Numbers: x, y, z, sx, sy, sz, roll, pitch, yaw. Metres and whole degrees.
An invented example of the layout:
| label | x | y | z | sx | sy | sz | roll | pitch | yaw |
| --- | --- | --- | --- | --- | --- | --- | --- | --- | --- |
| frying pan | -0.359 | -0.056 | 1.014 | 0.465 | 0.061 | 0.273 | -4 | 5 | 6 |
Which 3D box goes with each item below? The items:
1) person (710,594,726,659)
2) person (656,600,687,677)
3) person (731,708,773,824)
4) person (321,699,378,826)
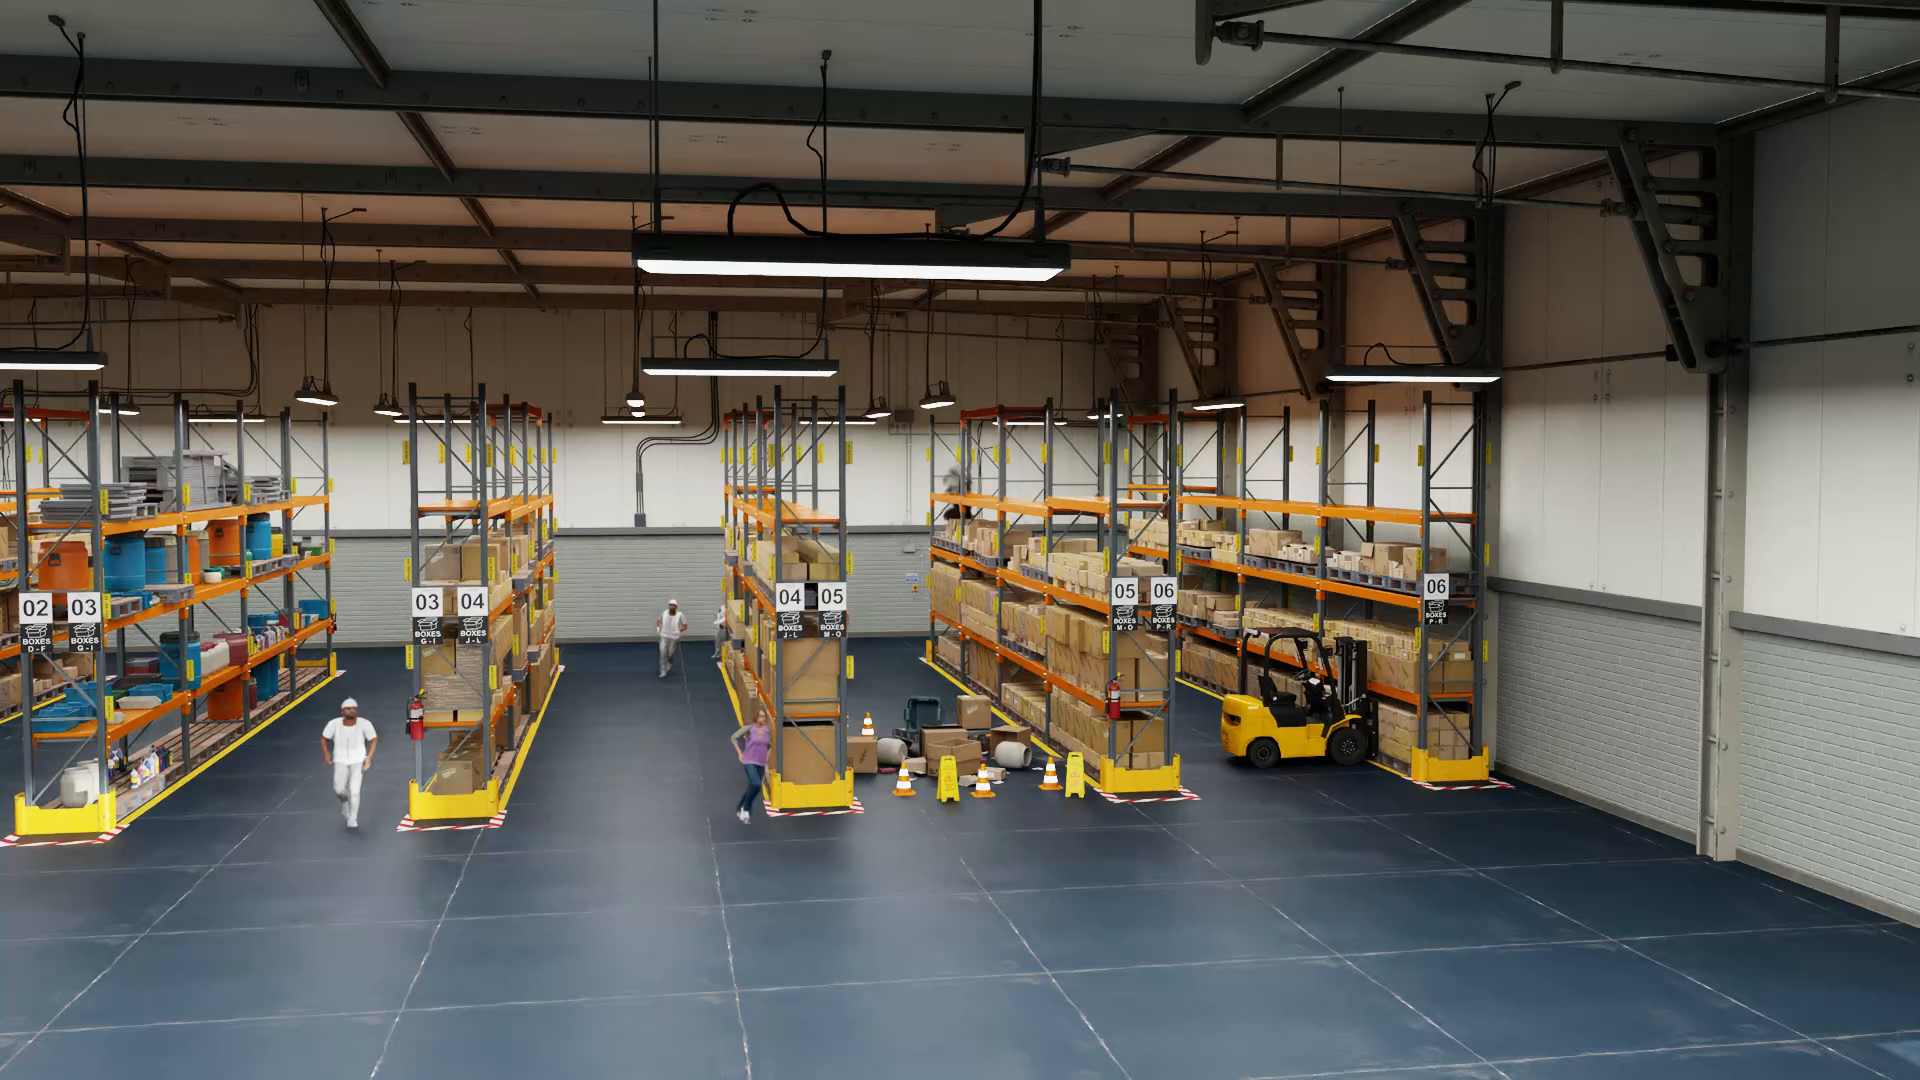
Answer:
| label | x | y | z | sx | sy | sz | roll | pitch | yaw |
| --- | --- | --- | --- | --- | --- | --- | --- | --- | --- |
| person | -5.830 | 2.133 | 40.751 | 0.735 | 1.639 | 0.713 | 0 | 3 | 3 |
| person | -6.594 | 2.225 | 37.981 | 0.730 | 1.737 | 0.754 | 0 | 3 | 2 |
| person | -2.816 | 3.065 | 22.688 | 0.531 | 1.561 | 0.625 | -2 | 4 | -40 |
| person | -8.255 | 3.006 | 22.464 | 0.731 | 1.726 | 0.523 | -1 | 3 | -14 |
